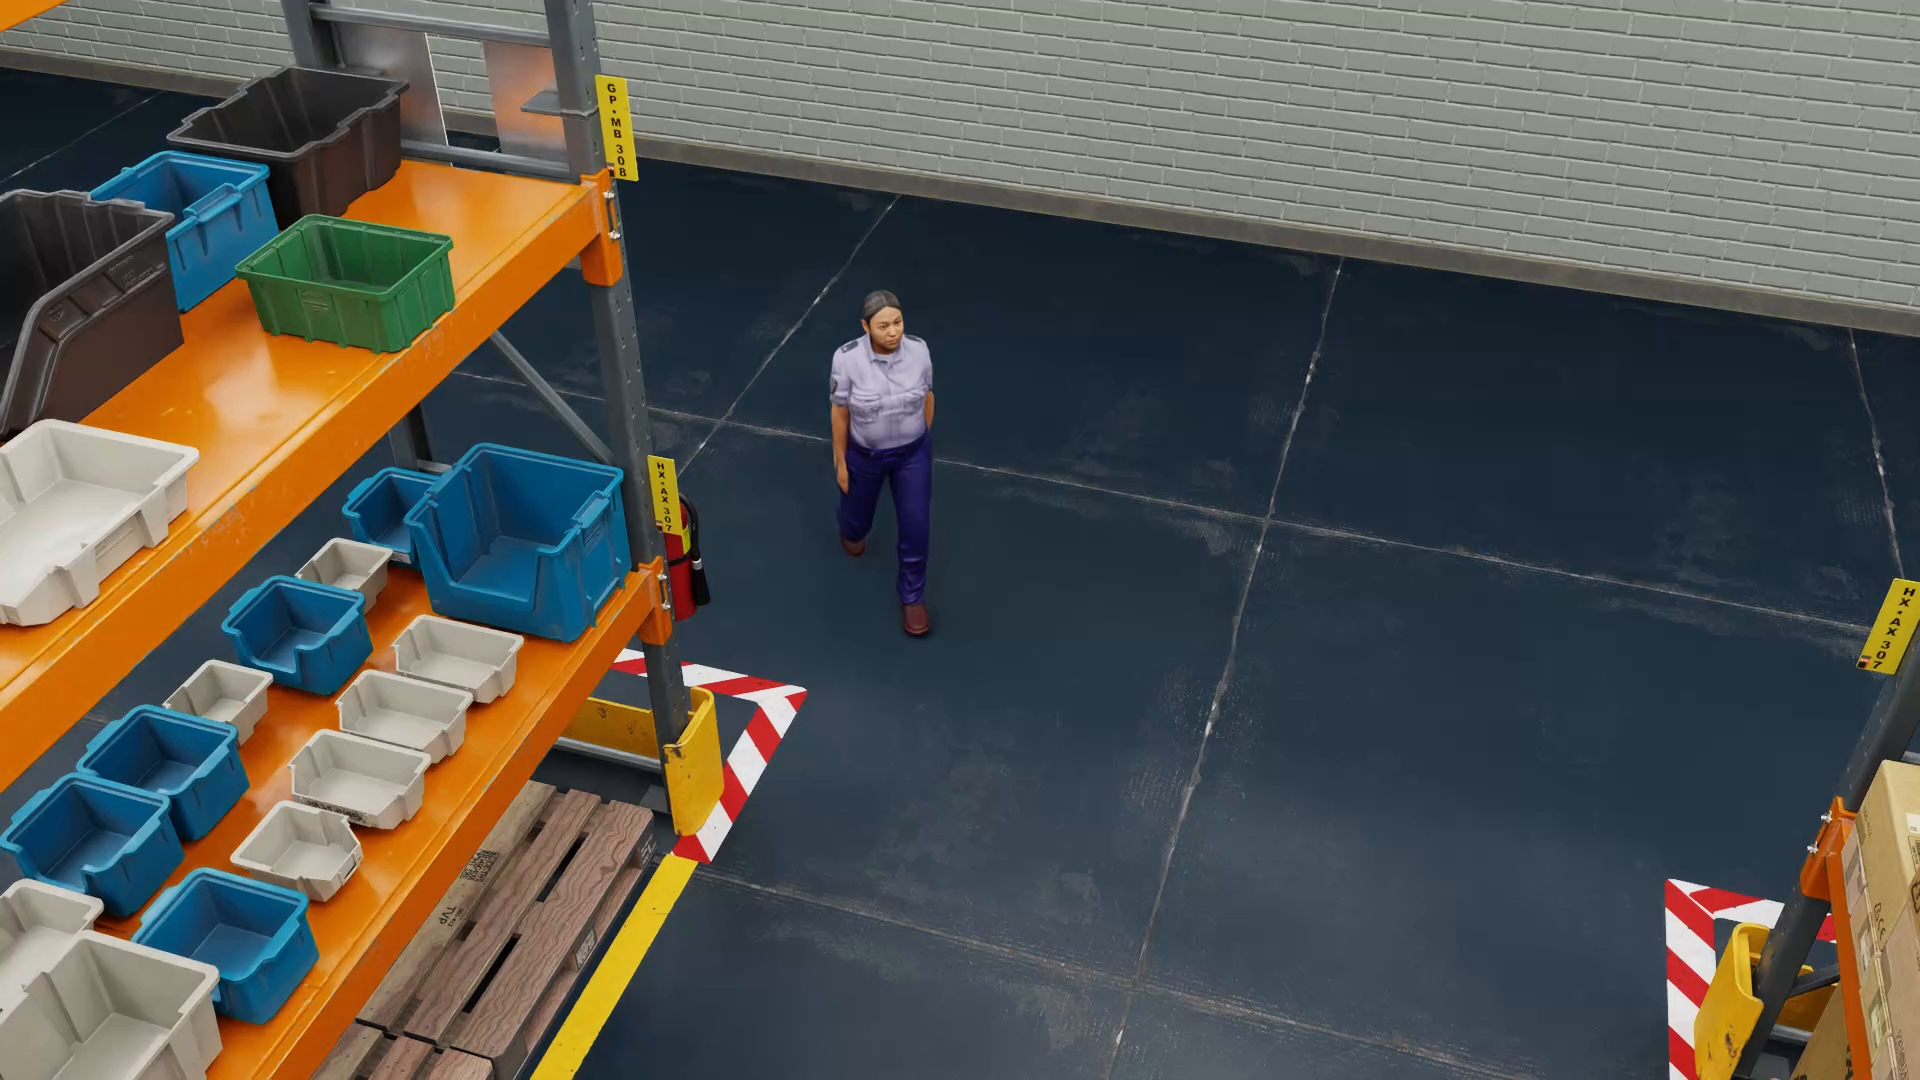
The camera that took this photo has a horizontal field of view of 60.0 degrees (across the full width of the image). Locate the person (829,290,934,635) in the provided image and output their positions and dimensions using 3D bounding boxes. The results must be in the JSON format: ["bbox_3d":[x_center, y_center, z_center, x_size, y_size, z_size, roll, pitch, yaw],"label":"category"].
[{"bbox_3d":[-0.343,-0.419,7.438,0.473,1.611,0.807,-9,38,-11],"label":"person"}]
